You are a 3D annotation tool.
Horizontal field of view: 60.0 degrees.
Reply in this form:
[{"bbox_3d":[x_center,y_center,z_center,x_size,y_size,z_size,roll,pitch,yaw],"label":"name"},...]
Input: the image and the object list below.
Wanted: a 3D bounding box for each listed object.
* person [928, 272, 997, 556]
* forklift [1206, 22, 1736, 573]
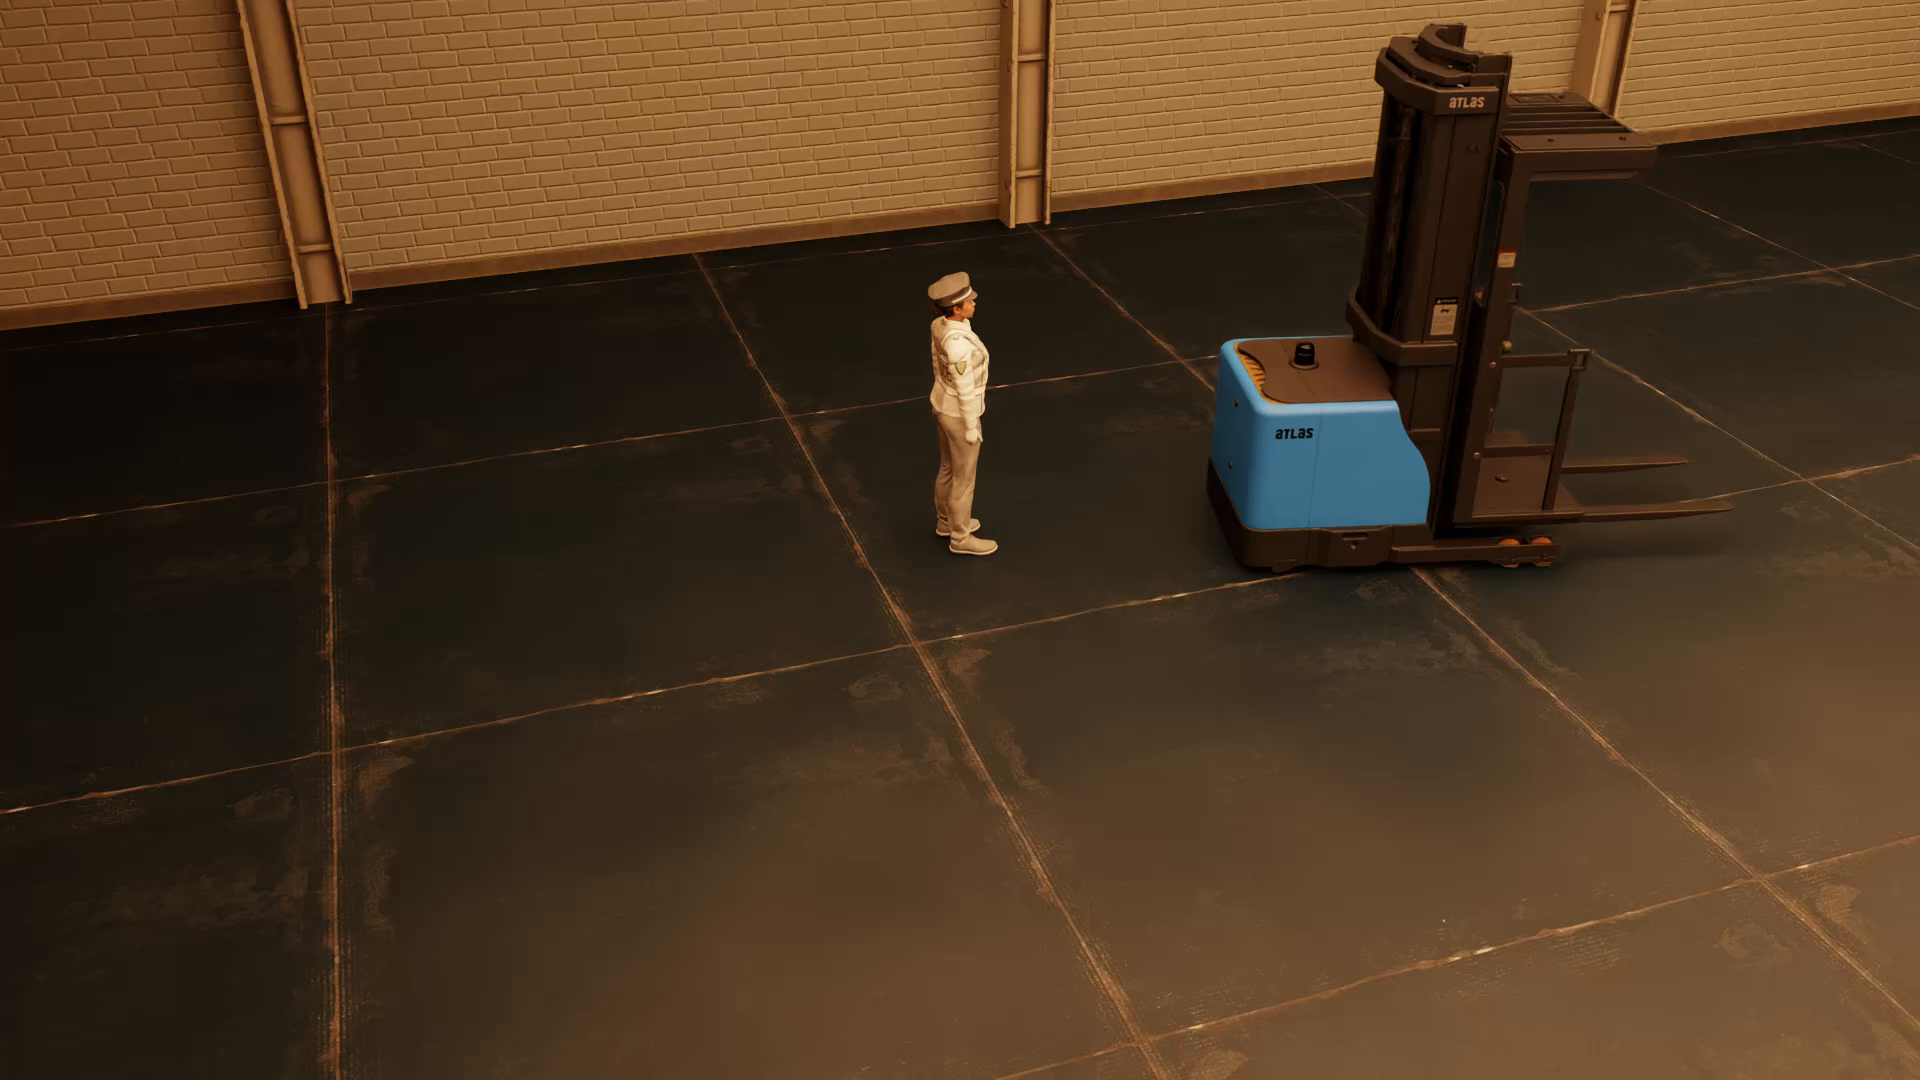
[{"bbox_3d":[-0.002,-0.734,9.610,0.353,1.694,0.461,-10,31,-16],"label":"person"},{"bbox_3d":[3.089,-1.369,9.467,3.031,2.935,1.130,-2,30,-4],"label":"forklift"}]
